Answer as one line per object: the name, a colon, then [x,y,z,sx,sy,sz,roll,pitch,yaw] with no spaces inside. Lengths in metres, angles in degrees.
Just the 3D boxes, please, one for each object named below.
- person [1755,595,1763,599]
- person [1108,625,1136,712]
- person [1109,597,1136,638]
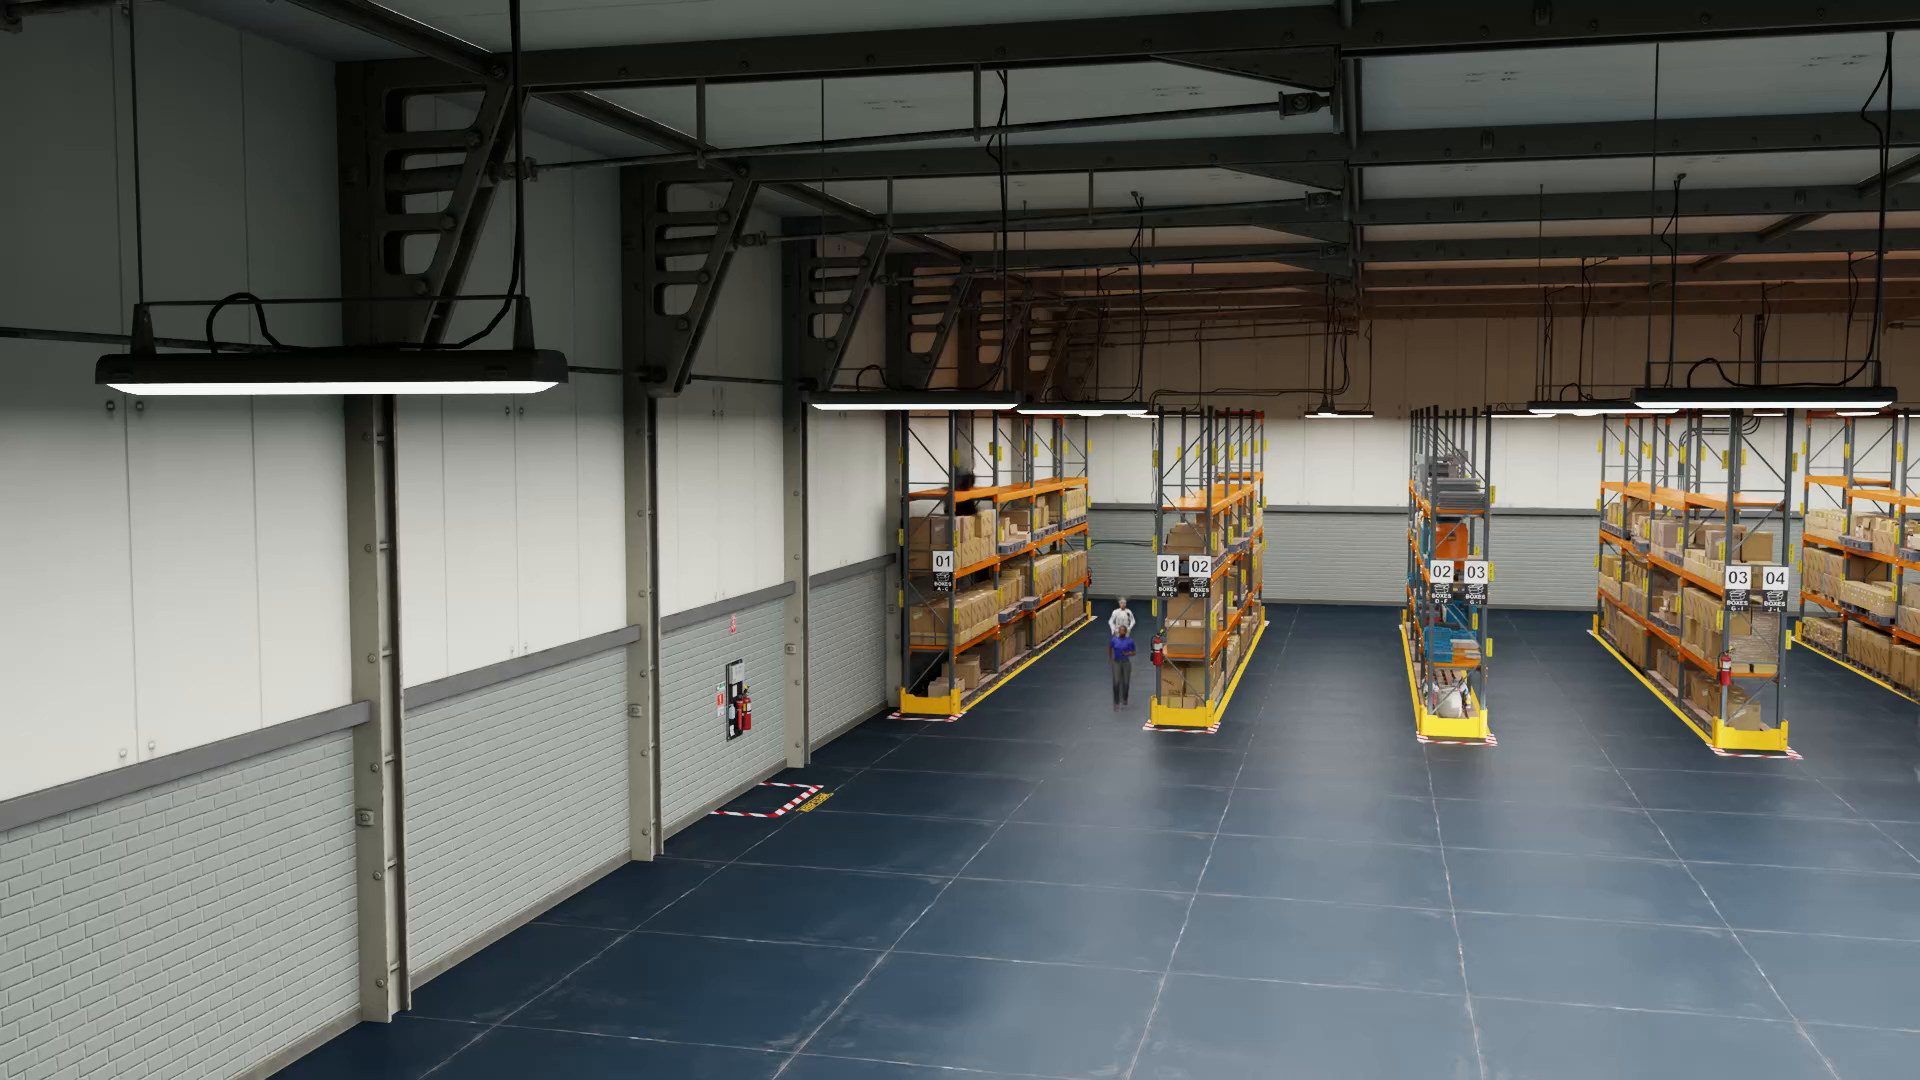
person: [20.731,1.722,43.784,0.628,1.733,0.709,-3,5,-36]
person: [3.202,2.546,32.940,0.546,1.698,0.755,0,4,5]
person: [3.763,2.145,38.521,0.615,1.651,0.555,0,4,-1]
